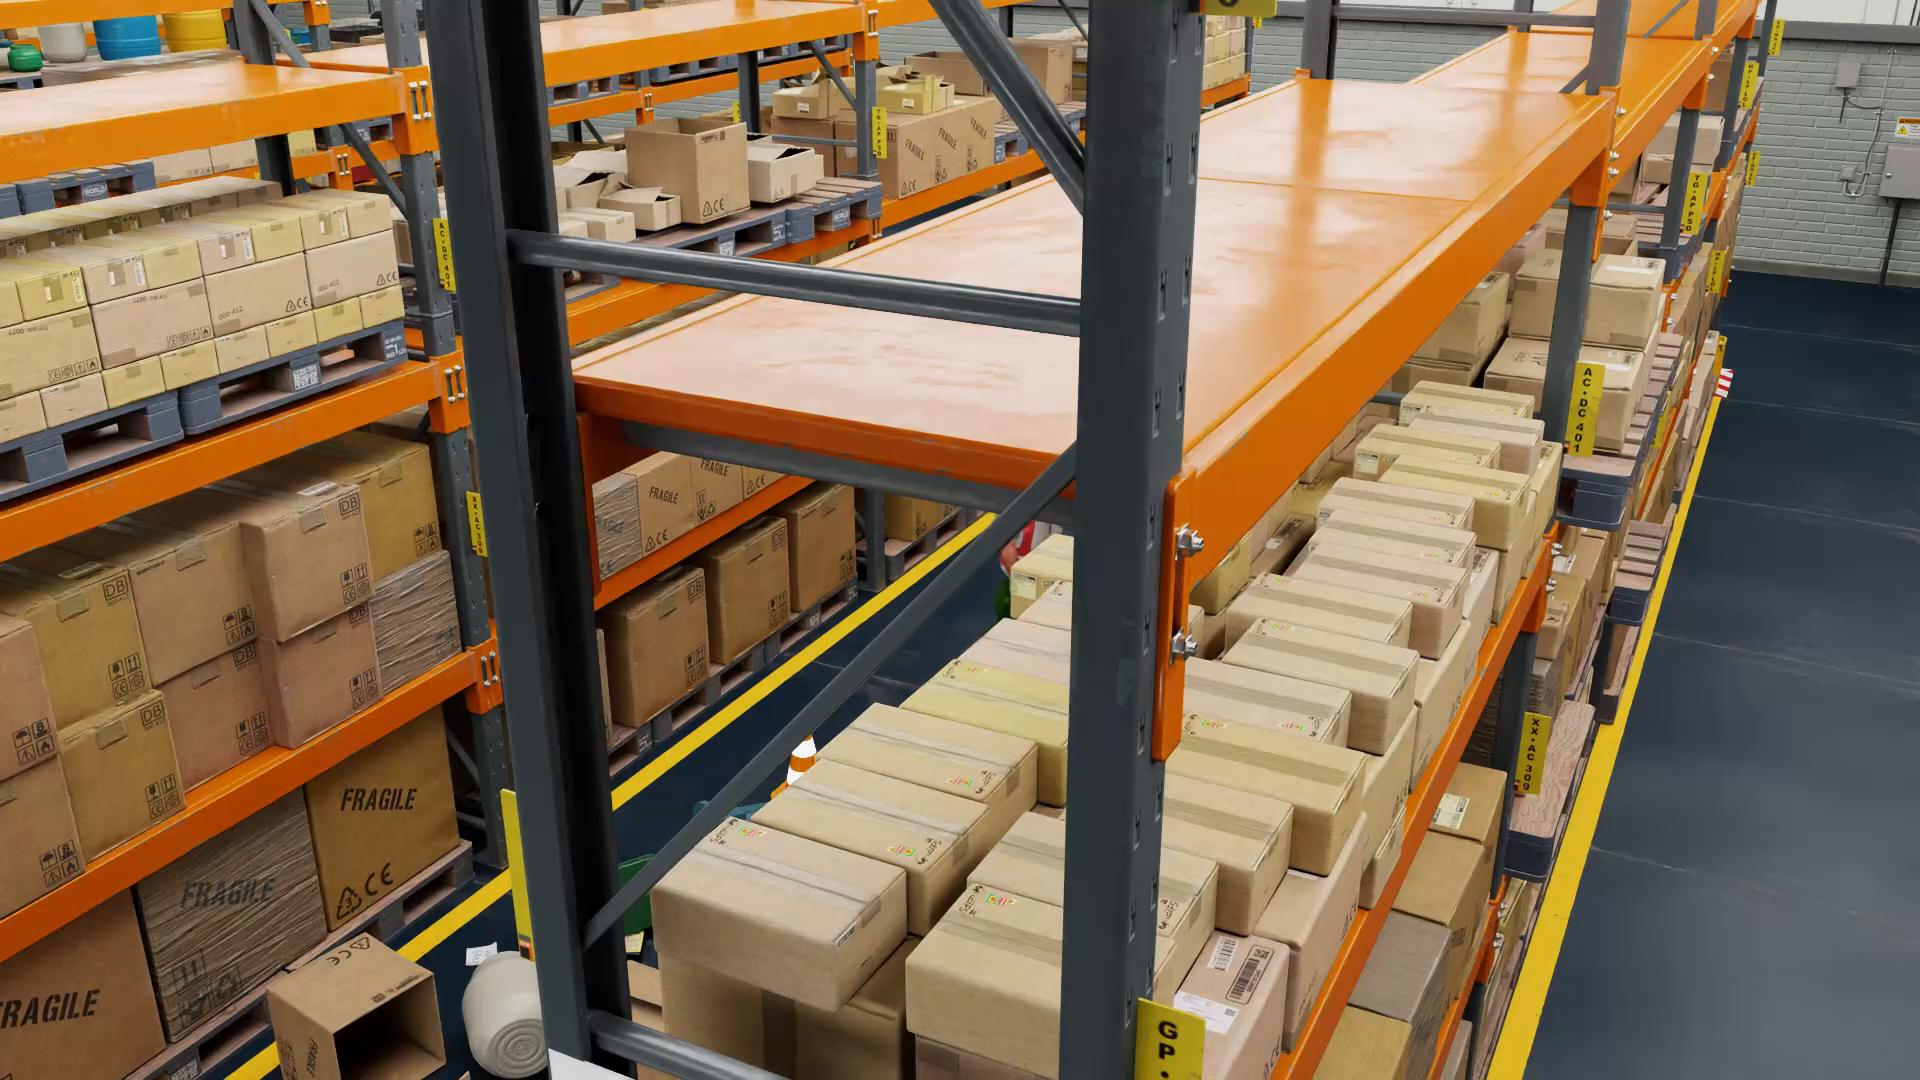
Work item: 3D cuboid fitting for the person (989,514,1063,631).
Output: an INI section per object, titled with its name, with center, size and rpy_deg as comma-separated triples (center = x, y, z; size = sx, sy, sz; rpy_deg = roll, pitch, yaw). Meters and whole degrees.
[person]
center = 0.488, 0.206, 10.219
size = 0.543, 1.747, 0.974
rpy_deg = -14, 26, -30
